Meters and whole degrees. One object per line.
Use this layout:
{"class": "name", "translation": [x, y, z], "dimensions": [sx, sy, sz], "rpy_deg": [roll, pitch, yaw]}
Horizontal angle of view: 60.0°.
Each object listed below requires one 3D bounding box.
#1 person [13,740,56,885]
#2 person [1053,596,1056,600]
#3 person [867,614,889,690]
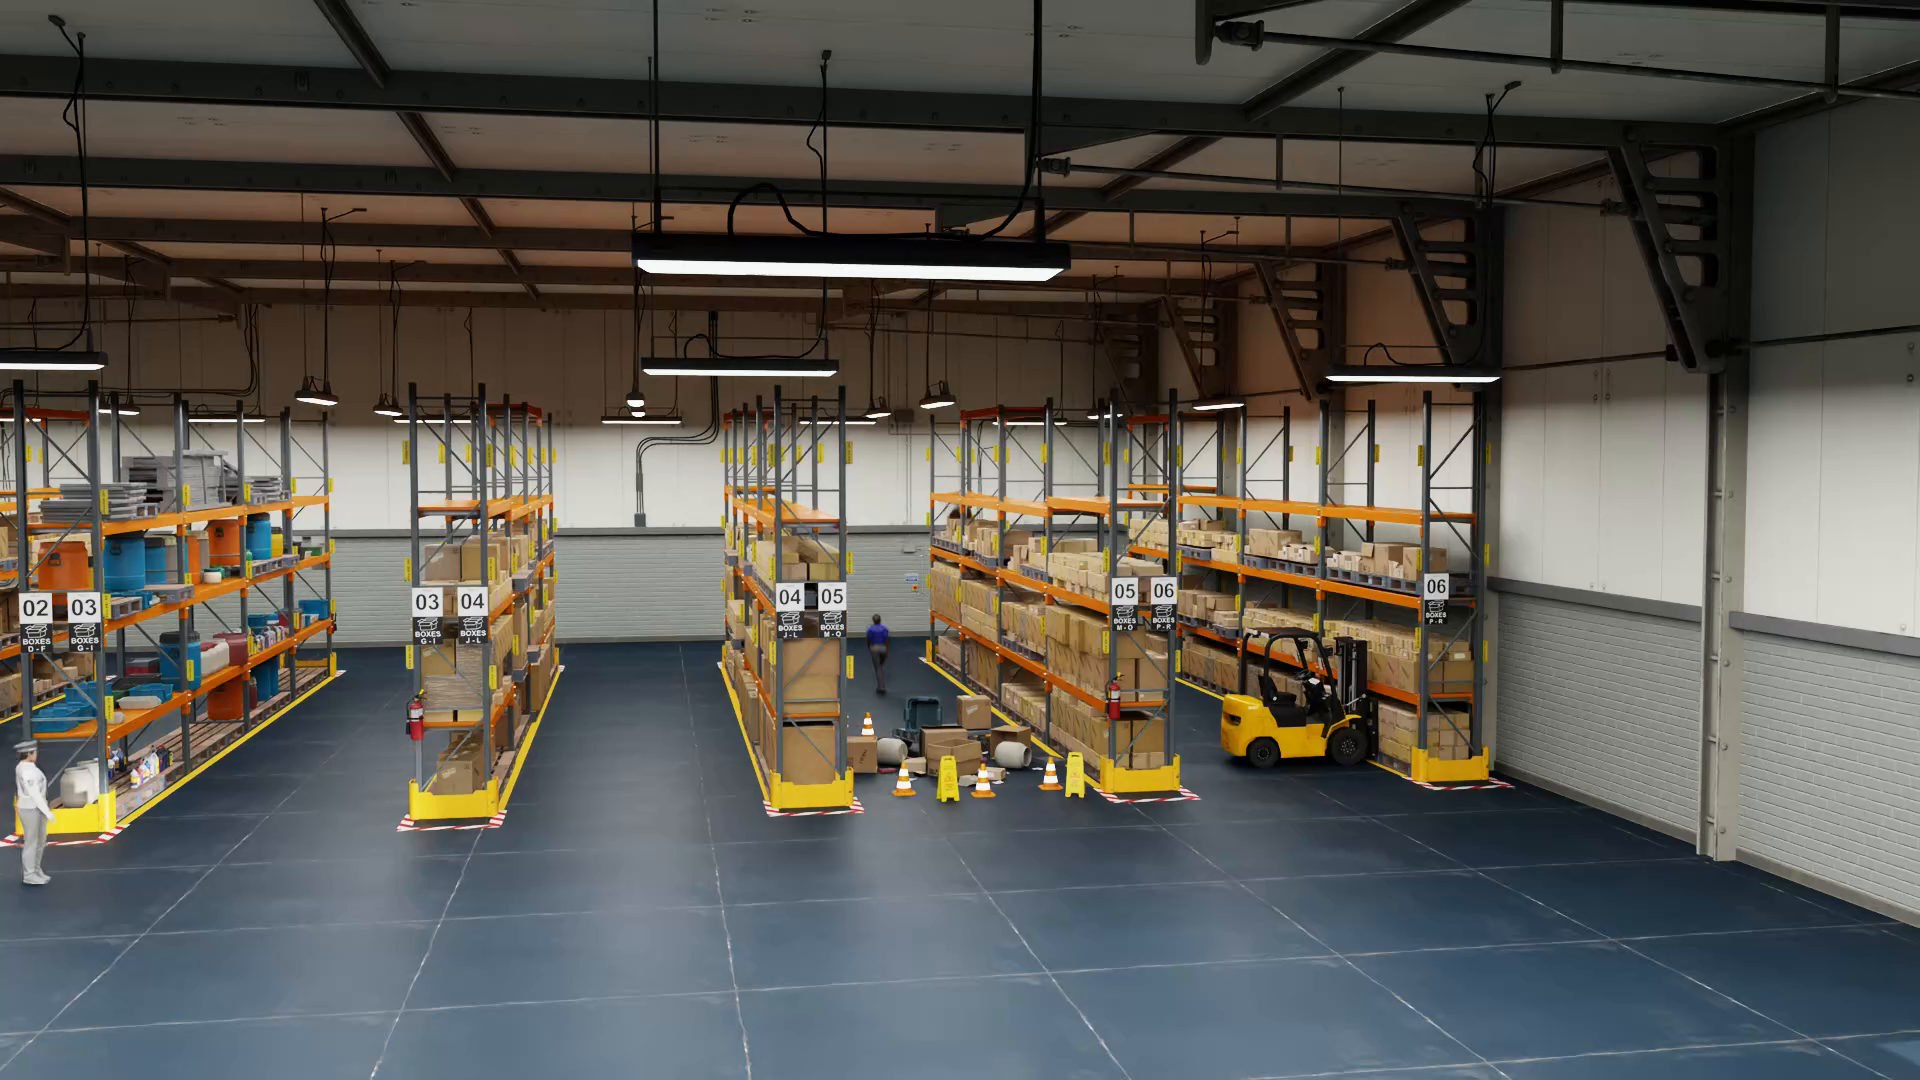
{"class": "person", "translation": [-10.819, 3.201, 19.488], "dimensions": [0.488, 1.716, 0.551], "rpy_deg": [-1, 3, -14]}
{"class": "person", "translation": [1.990, 1.962, 40.628], "dimensions": [0.669, 1.820, 0.611], "rpy_deg": [1, 3, 21]}
{"class": "person", "translation": [-1.756, 2.394, 35.291], "dimensions": [0.429, 1.678, 0.659], "rpy_deg": [-1, 3, -25]}
